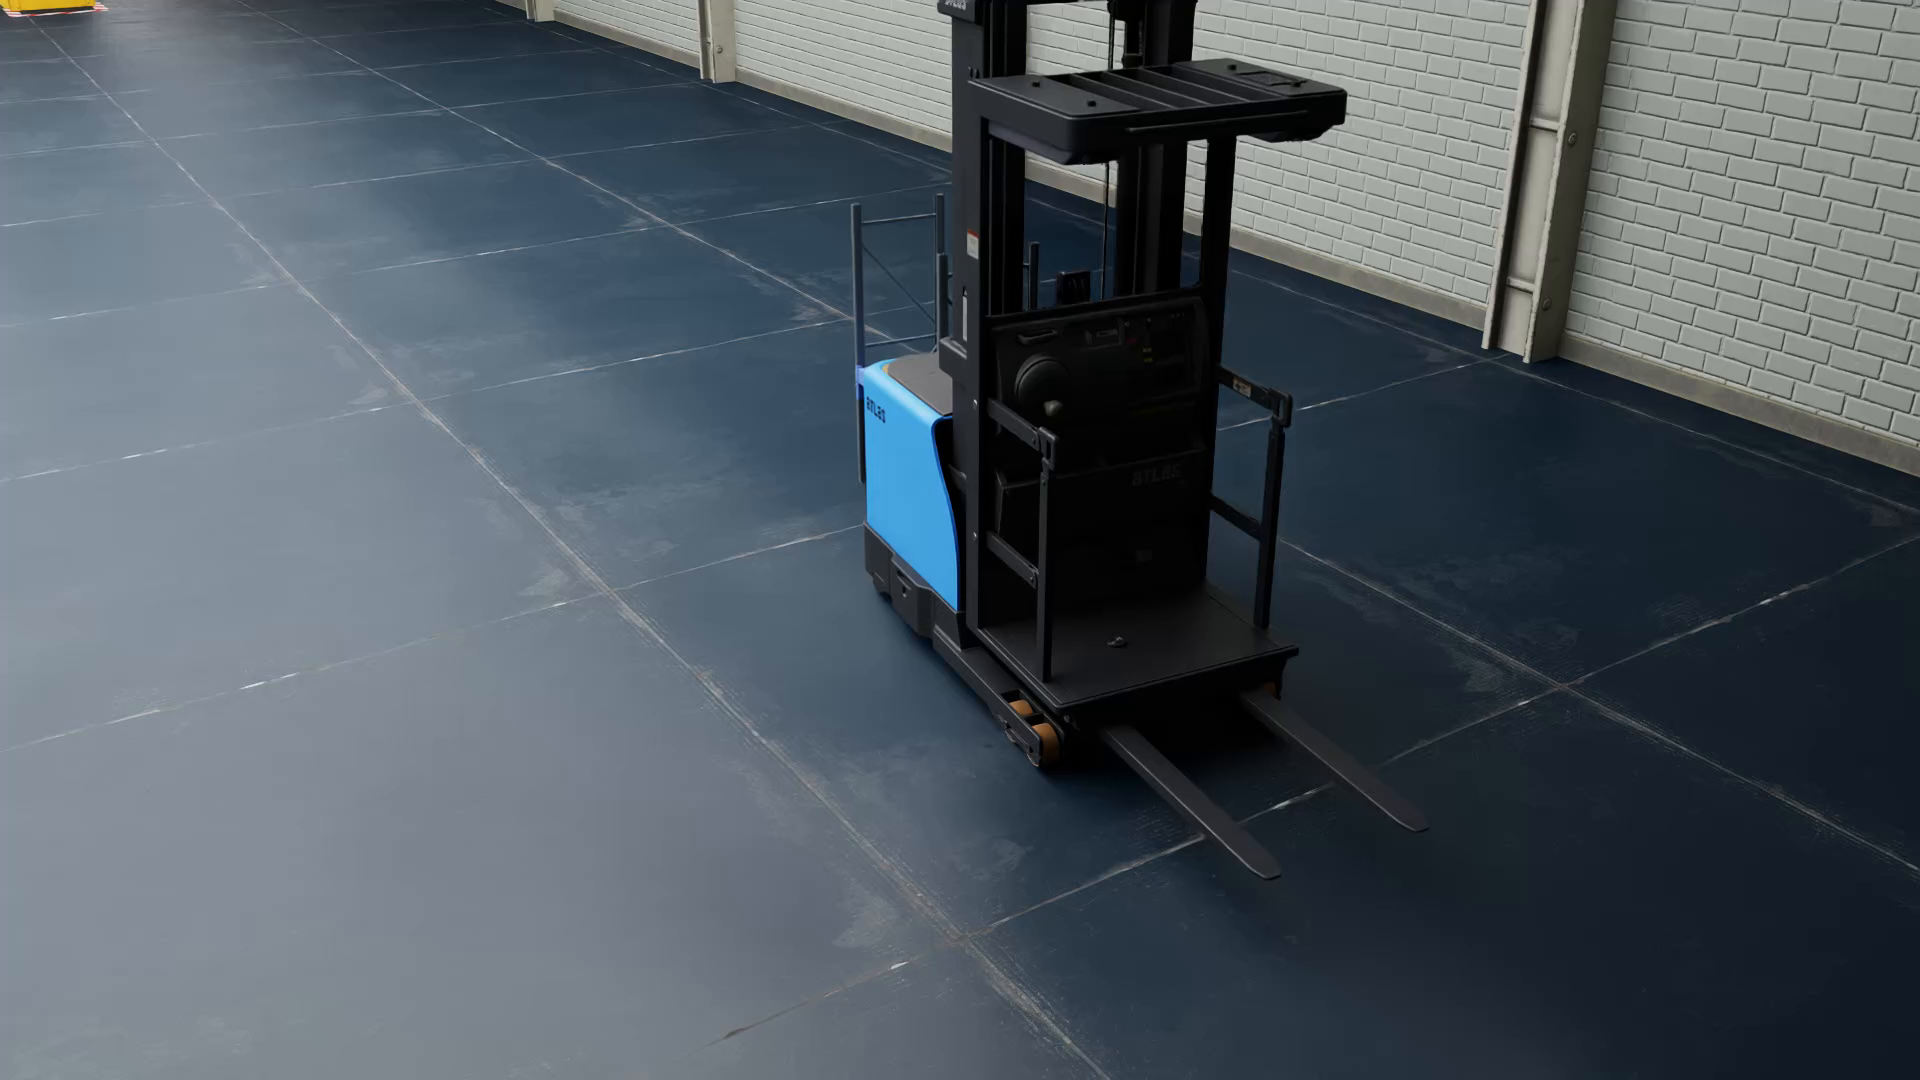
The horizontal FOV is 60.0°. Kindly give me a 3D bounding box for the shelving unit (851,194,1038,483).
[{"bbox_3d":[-0.093,-0.840,8.273,0.538,1.500,1.048,-12,28,-23],"label":"shelving unit"}]

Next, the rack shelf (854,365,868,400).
[{"bbox_3d":[-0.093,-0.678,8.350,0.538,0.185,1.000,-12,28,-23],"label":"rack shelf"}]

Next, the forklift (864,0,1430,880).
[{"bbox_3d":[0.646,-0.667,6.228,1.130,2.935,3.031,-12,28,-23],"label":"forklift"}]

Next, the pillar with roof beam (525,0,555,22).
[{"bbox_3d":[-9.770,-10.739,20.457,9.100,9.000,0.400,-16,29,-30],"label":"pillar with roof beam"}]

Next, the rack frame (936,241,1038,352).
[{"bbox_3d":[0.126,-0.644,7.858,0.500,1.500,0.032,-12,28,-23],"label":"rack frame"}]

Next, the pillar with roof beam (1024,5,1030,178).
[{"bbox_3d":[-3.219,-6.447,11.365,9.100,9.000,0.400,-16,29,-30],"label":"pillar with roof beam"}]

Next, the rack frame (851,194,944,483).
[{"bbox_3d":[-0.312,-1.036,8.688,0.500,1.500,0.032,-12,28,-23],"label":"rack frame"}]

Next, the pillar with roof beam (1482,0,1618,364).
[{"bbox_3d":[0.056,-4.301,6.819,9.100,9.000,0.400,-16,29,-30],"label":"pillar with roof beam"}]

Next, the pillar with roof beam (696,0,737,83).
[{"bbox_3d":[-6.494,-8.593,15.911,9.100,9.000,0.400,-16,29,-30],"label":"pillar with roof beam"}]

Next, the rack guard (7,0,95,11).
[{"bbox_3d":[-14.012,-8.455,25.575,1.175,0.500,0.348,-16,29,-30],"label":"rack guard"}]
